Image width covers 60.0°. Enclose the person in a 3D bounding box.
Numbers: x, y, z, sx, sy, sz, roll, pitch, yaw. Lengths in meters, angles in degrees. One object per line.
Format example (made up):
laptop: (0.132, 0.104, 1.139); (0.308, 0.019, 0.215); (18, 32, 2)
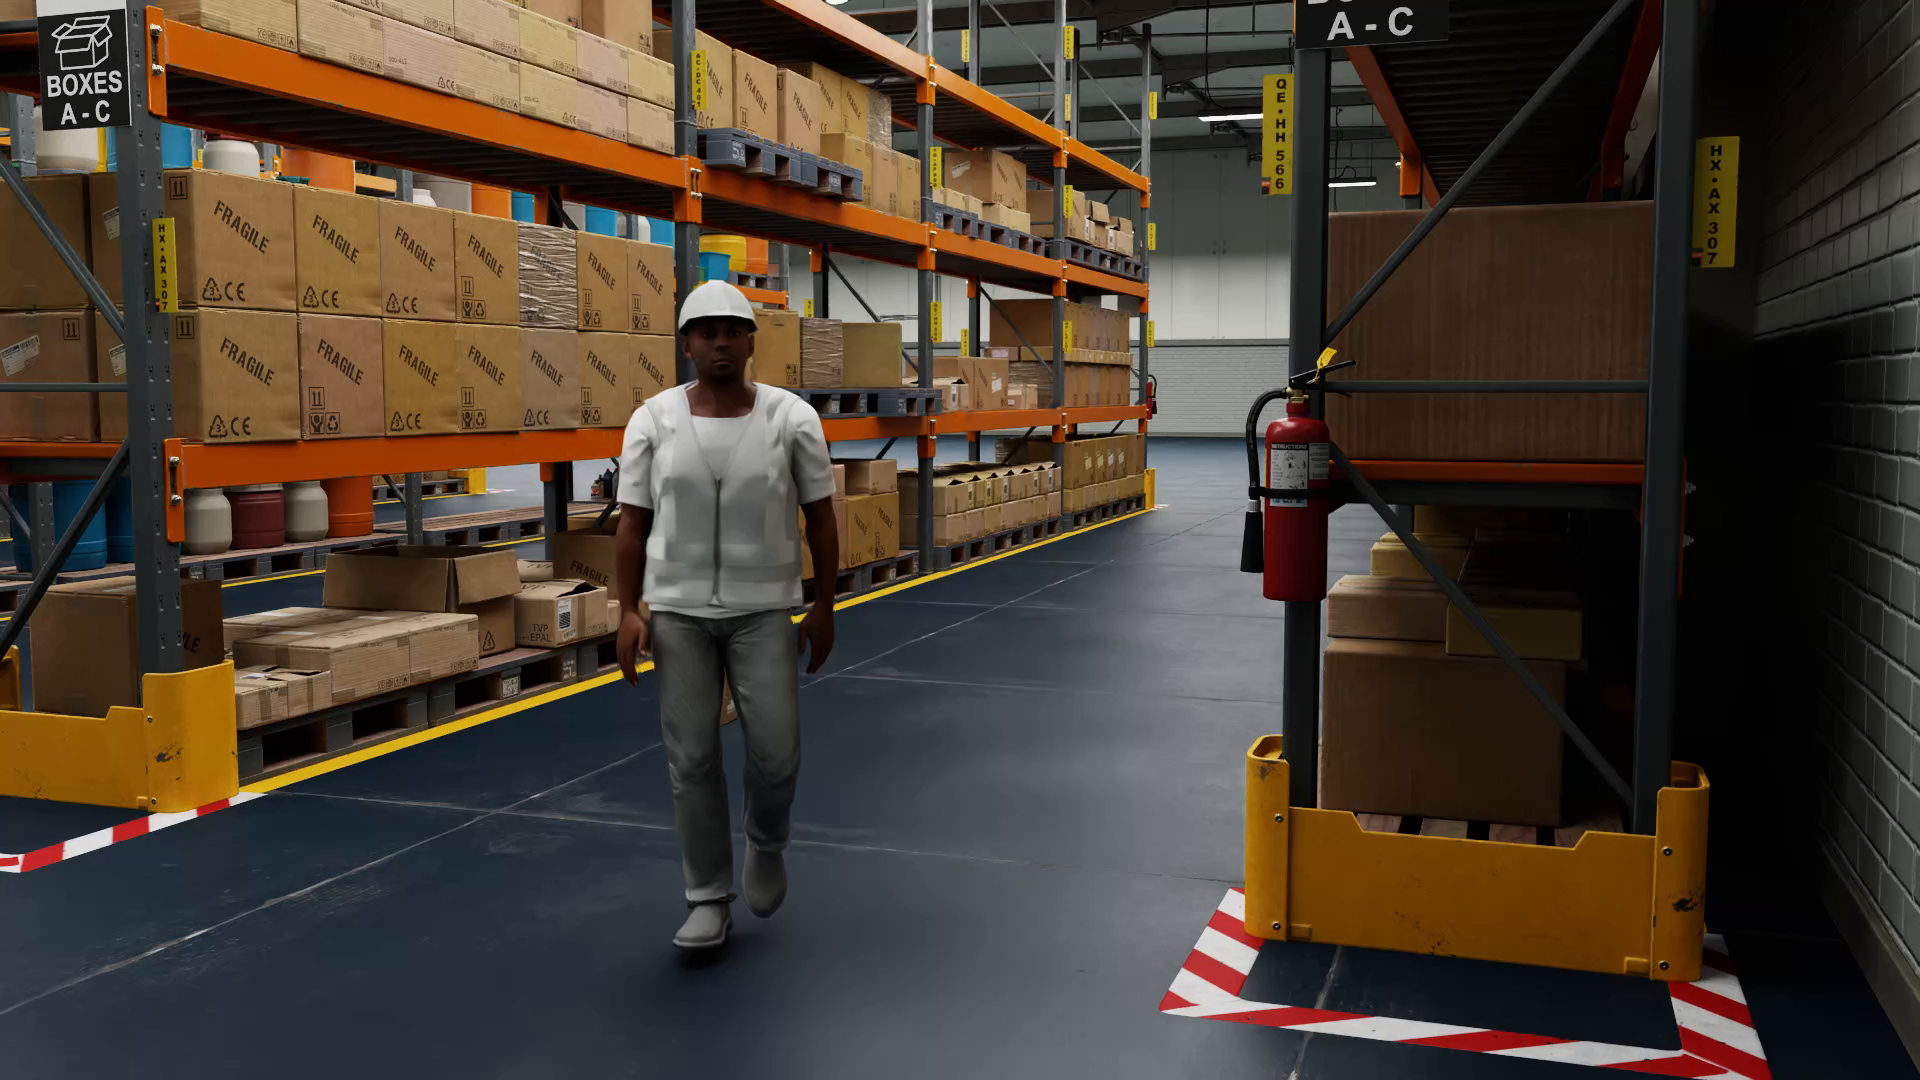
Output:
person: (-0.621, 0.190, 4.479); (0.590, 1.758, 0.510); (0, 5, -2)
